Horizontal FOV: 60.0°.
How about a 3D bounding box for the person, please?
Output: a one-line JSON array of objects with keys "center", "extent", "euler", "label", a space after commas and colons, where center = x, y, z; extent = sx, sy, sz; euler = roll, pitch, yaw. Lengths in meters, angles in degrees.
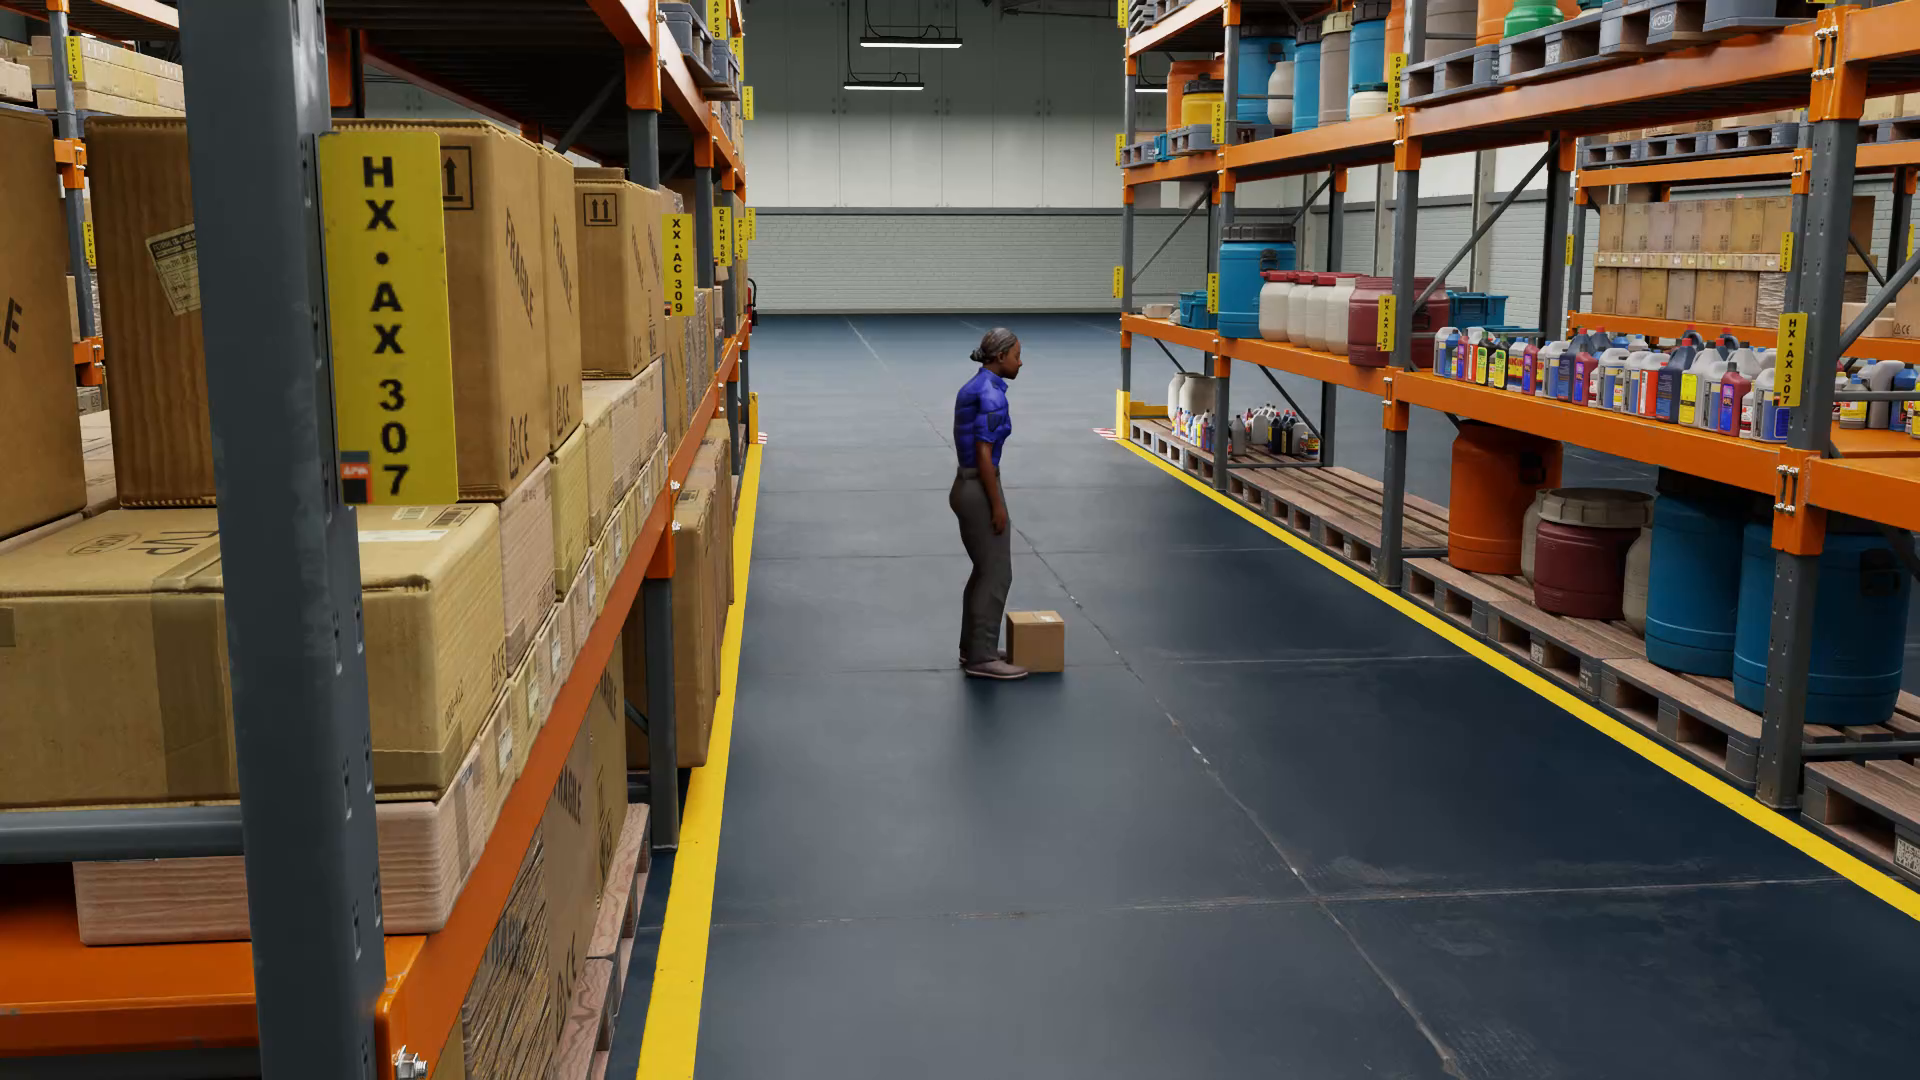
[{"center": [0.131, -0.187, 7.974], "extent": [0.348, 1.653, 0.521], "euler": [-1, 10, -8], "label": "person"}]
